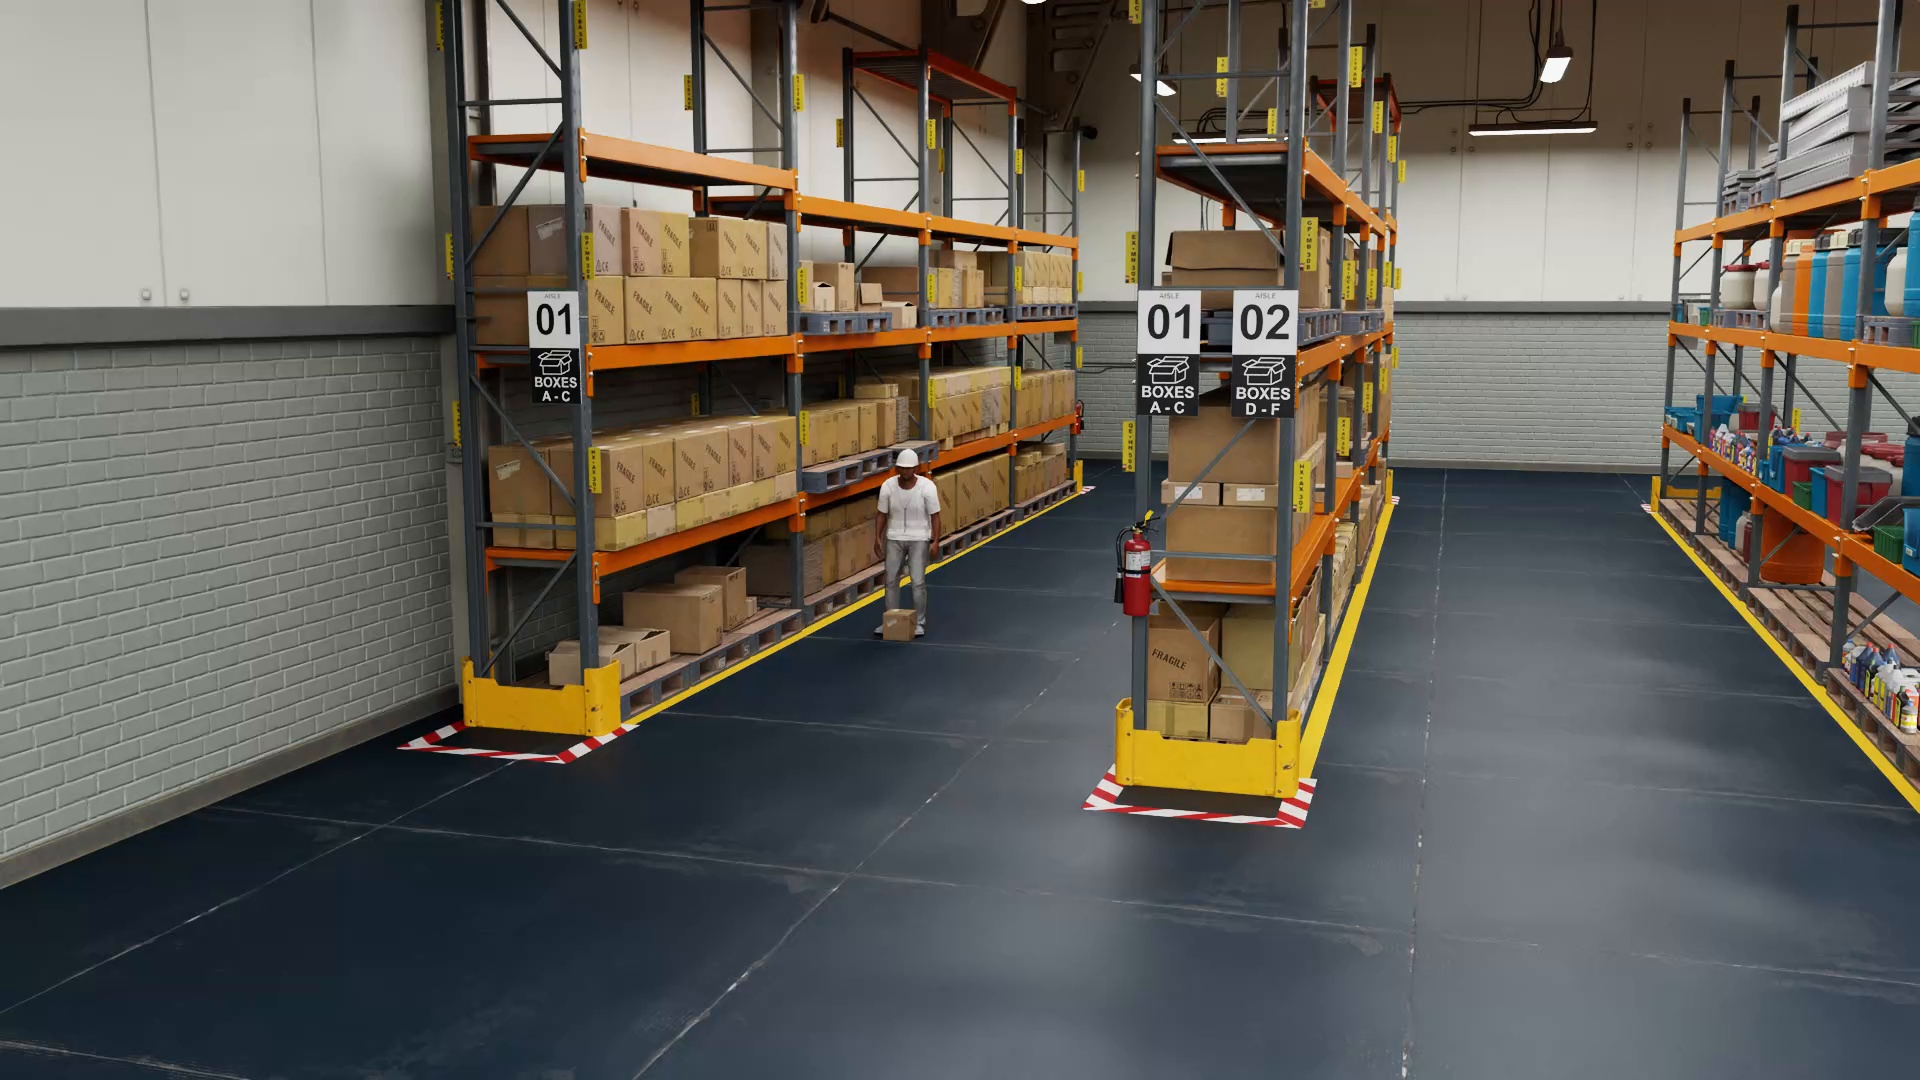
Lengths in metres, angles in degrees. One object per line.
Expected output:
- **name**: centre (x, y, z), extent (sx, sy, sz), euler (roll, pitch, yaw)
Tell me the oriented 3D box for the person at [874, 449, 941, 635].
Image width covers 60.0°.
- **person**: centre (-0.499, 0.017, 15.657), extent (0.634, 1.760, 0.460), euler (2, 8, 13)
